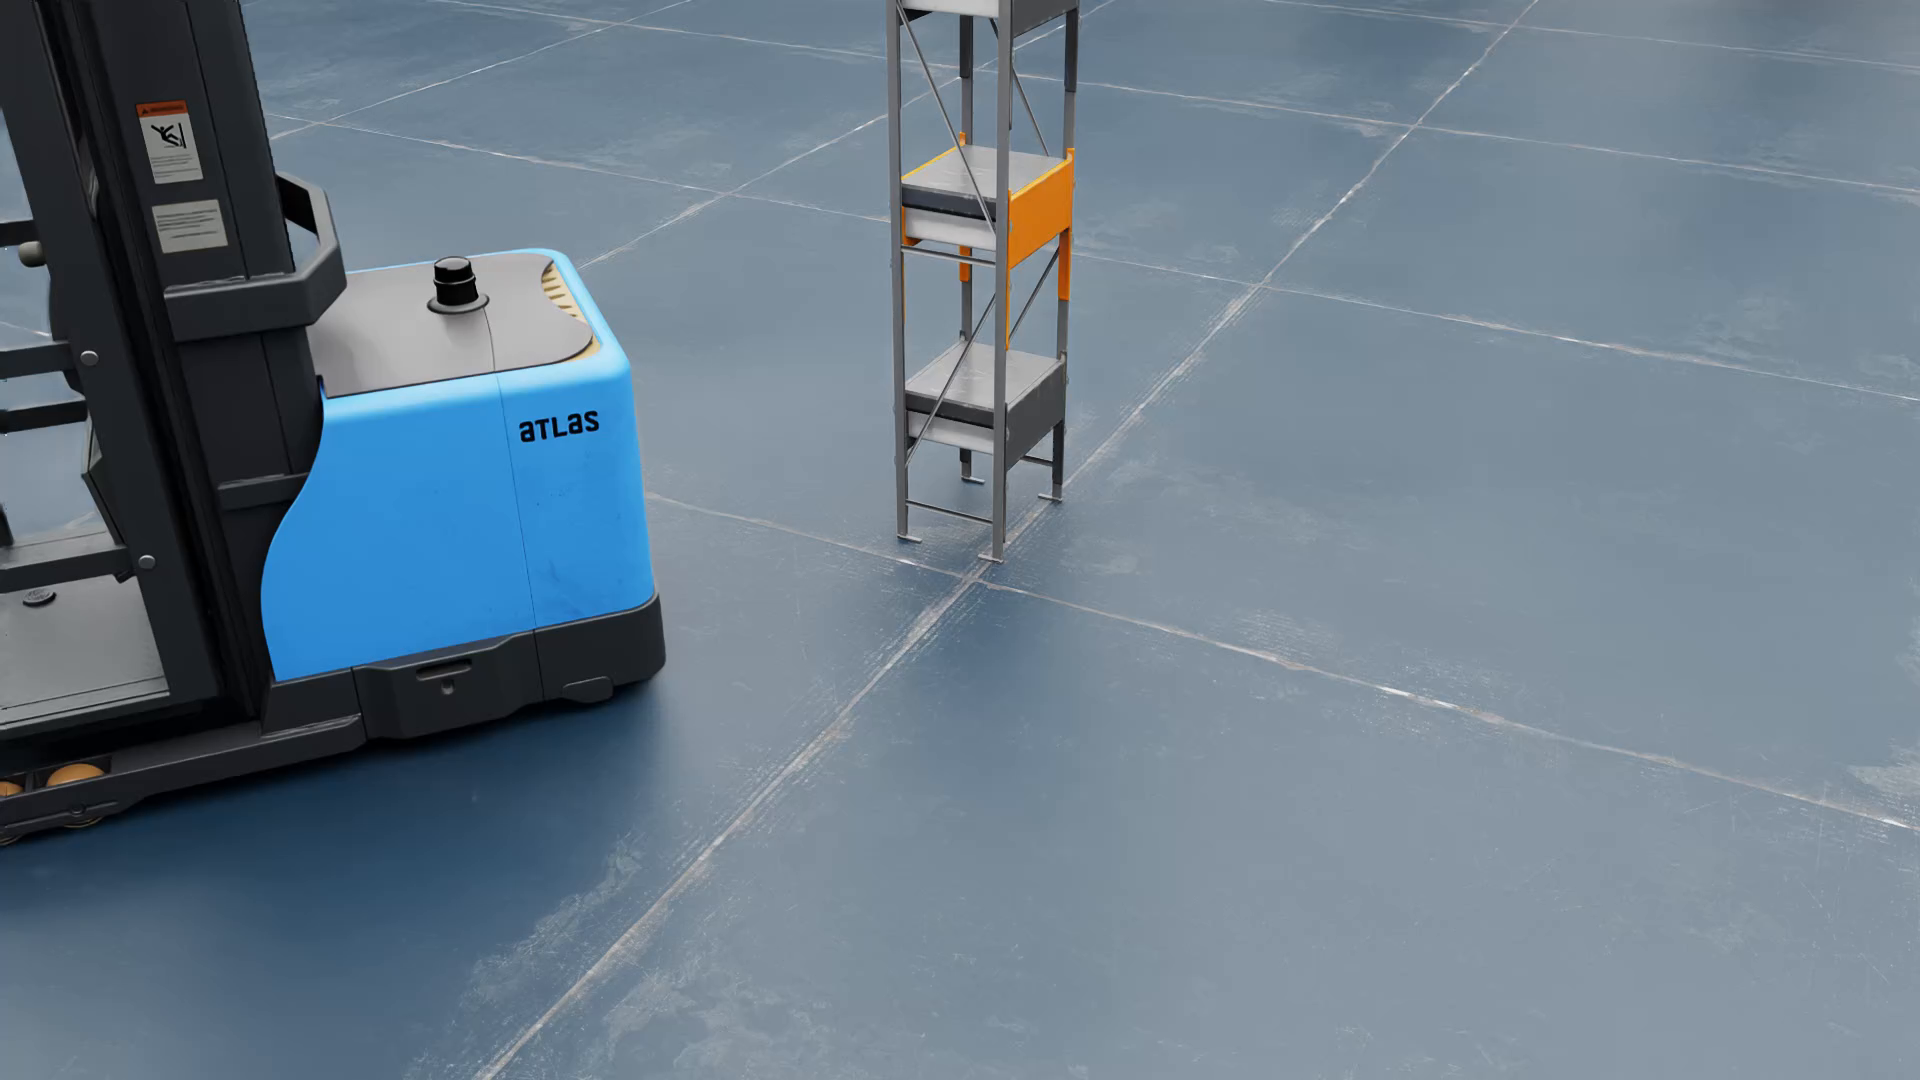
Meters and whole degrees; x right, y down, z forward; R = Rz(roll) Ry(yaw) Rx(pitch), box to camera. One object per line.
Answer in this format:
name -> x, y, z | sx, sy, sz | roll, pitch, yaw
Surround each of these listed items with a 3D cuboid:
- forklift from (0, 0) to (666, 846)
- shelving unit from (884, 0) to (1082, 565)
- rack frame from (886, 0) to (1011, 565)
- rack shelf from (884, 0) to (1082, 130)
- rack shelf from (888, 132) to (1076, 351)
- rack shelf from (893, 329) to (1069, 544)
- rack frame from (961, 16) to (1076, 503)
forklift -> -2.448, -0.769, 4.146 | 3.031, 2.935, 1.130 | -12, 32, -19
shelving unit -> 0.075, -0.984, 5.355 | 0.431, 2.100, 0.503 | 14, 33, 23
rack frame -> -0.036, -0.876, 5.167 | 0.400, 2.100, 0.015 | 14, 33, 23
rack shelf -> 0.075, -1.579, 5.013 | 0.431, 0.518, 0.480 | 14, 33, 23
rack shelf -> 0.075, -0.972, 5.362 | 0.431, 0.518, 0.480 | 14, 33, 23
rack shelf -> 0.075, -0.365, 5.710 | 0.431, 0.518, 0.480 | 14, 33, 23
rack frame -> 0.187, -1.092, 5.543 | 0.400, 2.100, 0.015 | 14, 33, 23
